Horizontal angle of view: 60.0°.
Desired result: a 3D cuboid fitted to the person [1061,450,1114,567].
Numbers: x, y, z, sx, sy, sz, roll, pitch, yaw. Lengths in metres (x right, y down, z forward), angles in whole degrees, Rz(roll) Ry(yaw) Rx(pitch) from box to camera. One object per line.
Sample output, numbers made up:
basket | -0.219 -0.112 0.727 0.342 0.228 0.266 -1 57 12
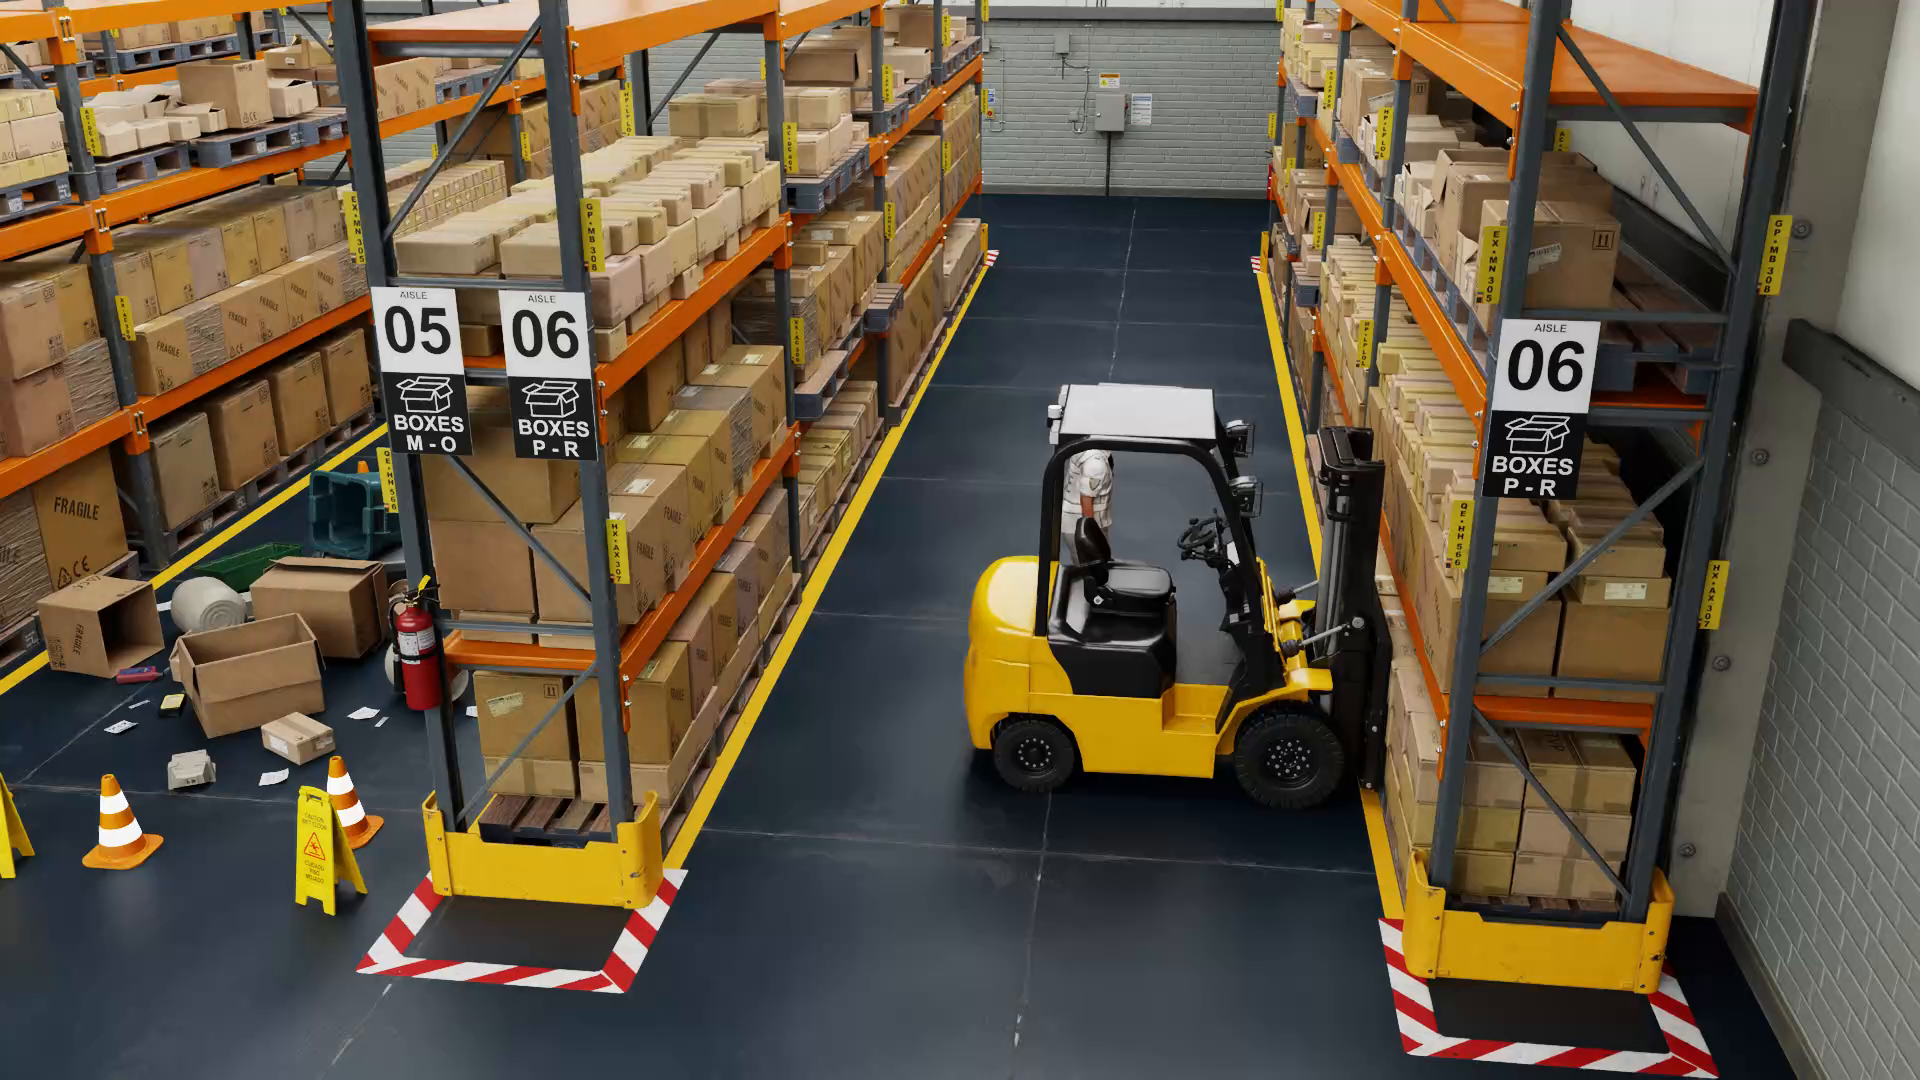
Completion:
person | 0.875 -0.074 11.284 0.403 1.651 0.558 1 21 3
